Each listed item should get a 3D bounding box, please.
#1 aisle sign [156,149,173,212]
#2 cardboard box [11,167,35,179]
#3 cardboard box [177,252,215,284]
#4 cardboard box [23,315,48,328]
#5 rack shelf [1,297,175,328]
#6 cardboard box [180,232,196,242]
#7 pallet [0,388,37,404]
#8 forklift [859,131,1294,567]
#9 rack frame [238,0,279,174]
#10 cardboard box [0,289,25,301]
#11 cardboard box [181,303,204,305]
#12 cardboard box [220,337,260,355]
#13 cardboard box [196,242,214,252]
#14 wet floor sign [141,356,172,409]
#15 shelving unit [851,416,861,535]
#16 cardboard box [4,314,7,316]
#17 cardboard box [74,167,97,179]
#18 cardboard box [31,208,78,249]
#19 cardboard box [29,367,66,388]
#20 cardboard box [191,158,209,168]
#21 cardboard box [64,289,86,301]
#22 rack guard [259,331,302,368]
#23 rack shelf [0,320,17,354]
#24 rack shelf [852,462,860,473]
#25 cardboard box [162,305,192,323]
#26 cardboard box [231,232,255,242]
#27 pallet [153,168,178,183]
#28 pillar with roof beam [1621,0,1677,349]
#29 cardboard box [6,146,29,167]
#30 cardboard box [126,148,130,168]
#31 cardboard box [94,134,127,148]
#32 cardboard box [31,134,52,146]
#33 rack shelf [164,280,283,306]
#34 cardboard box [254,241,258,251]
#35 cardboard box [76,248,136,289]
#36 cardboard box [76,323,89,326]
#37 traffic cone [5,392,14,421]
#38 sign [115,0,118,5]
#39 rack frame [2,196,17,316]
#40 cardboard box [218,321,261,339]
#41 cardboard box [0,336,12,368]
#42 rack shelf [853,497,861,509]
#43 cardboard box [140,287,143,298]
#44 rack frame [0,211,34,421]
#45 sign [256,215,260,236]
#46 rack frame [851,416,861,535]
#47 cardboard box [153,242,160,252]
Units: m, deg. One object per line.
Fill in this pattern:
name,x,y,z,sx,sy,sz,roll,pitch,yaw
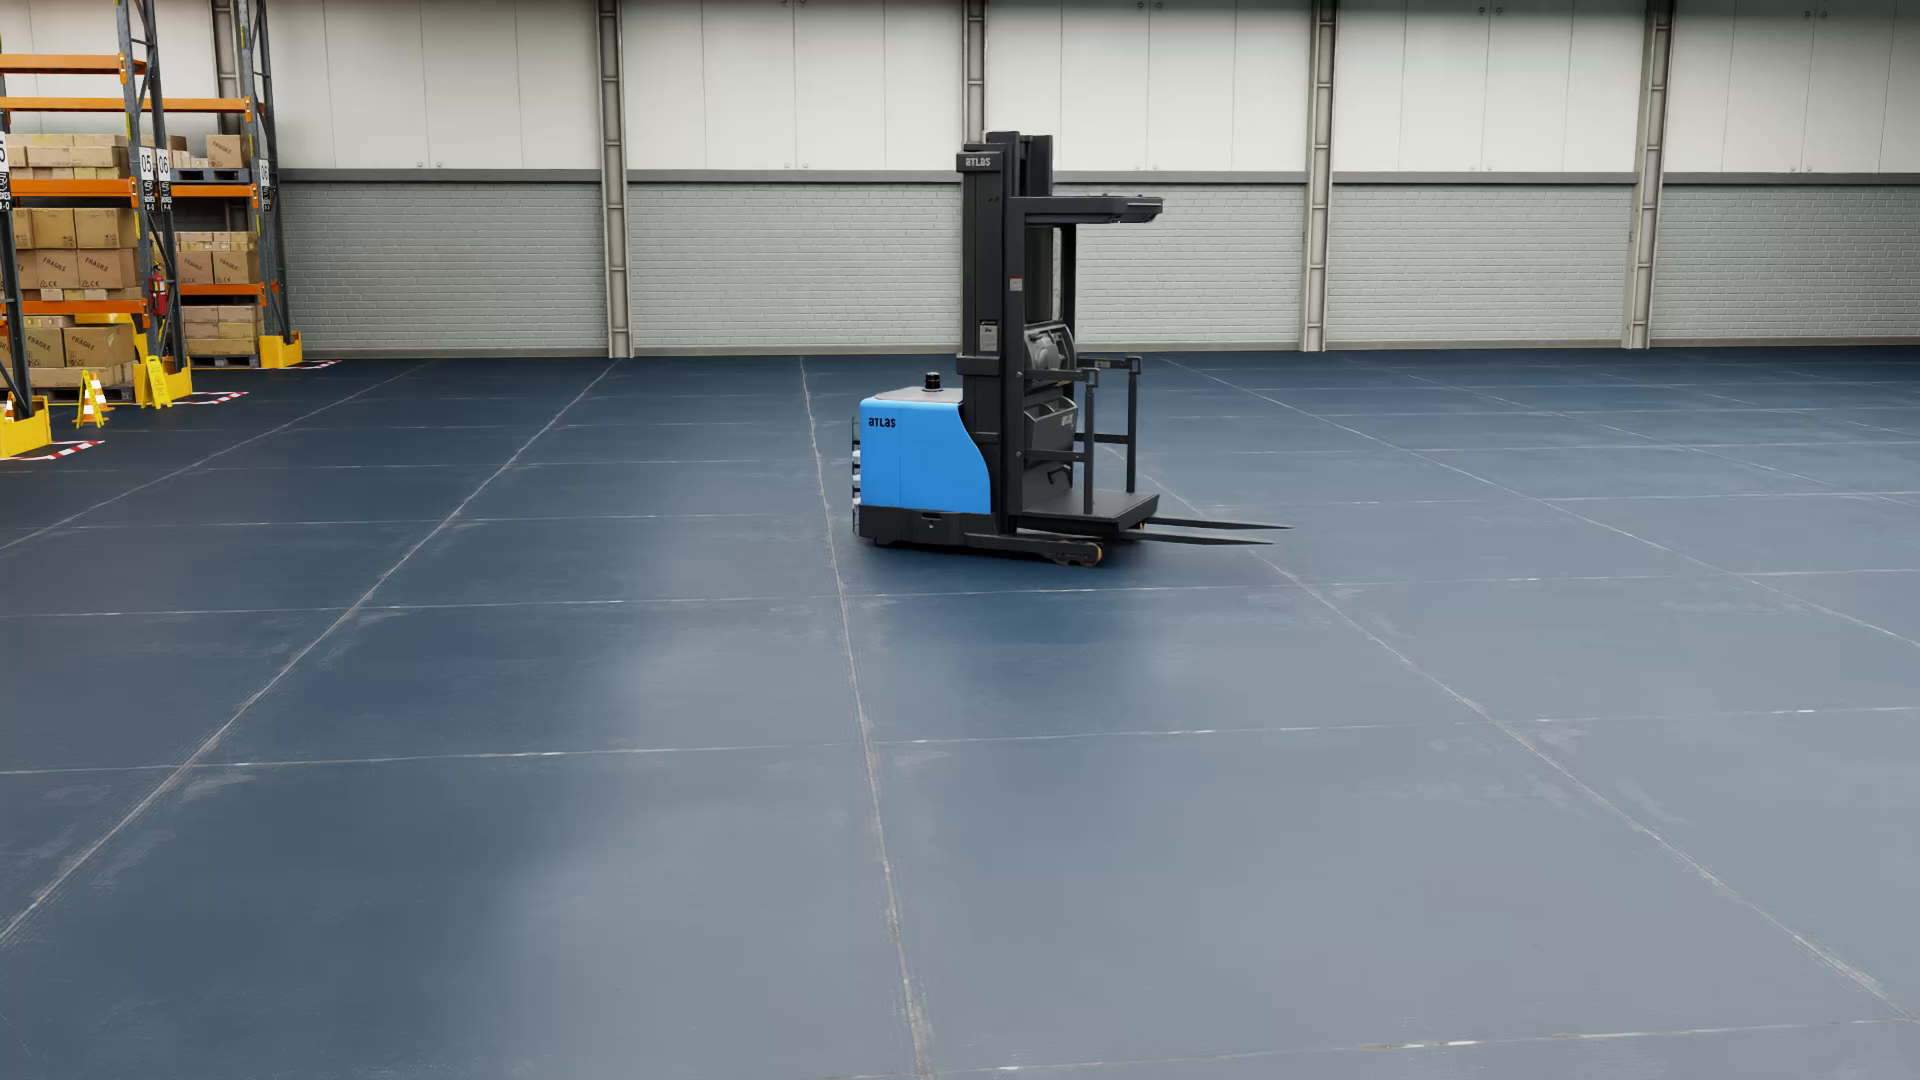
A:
aisle sign,-10.325,-4.666,21.589,0.004,0.787,0.394,-1,11,-6
cardboard box,-11.691,-4.600,20.867,0.250,0.149,0.380,-1,11,-7
cardboard box,-11.871,-4.261,26.009,0.500,0.500,0.500,-1,11,-4
cardboard box,-11.729,-2.781,21.153,0.250,0.149,0.380,-1,11,-5
rack shelf,-12.341,-2.935,21.388,4.000,0.370,1.077,-1,11,-6
cardboard box,-11.981,-4.735,25.964,0.250,0.149,0.380,-1,11,-6
pallet,-12.450,-1.925,21.614,1.213,0.211,1.003,-1,11,-6
forklift,0.826,-1.371,11.742,3.031,2.935,1.130,5,12,22
rack frame,-10.893,-7.226,25.794,0.127,3.000,1.000,-1,11,-6
cardboard box,-11.966,-3.118,21.103,0.250,0.149,0.380,-1,11,-7
cardboard box,-12.386,-3.636,26.535,0.500,0.250,0.500,-1,11,-6
cardboard box,-11.326,-3.068,26.239,0.500,0.250,0.500,-1,11,-6
cardboard box,-11.723,-4.584,25.966,0.250,0.149,0.380,-1,11,-5
wet floor sign,-10.049,-1.974,20.734,0.232,0.644,0.267,3,11,14
shelving unit,-0.667,-0.497,12.562,0.210,0.900,0.258,5,12,22
cardboard box,-15.387,-3.226,26.071,0.625,0.625,0.875,-1,11,-4
cardboard box,-10.921,-4.606,20.897,0.250,0.149,0.380,-1,11,-6
cardboard box,-11.341,-3.954,21.083,0.500,0.500,0.700,-1,11,-6
cardboard box,-11.643,-2.109,21.360,0.500,0.250,0.500,-1,11,-6
cardboard box,-11.684,-5.810,25.673,0.250,0.149,0.380,-2,11,-8
cardboard box,-11.199,-3.130,21.165,0.250,0.149,0.380,-1,11,-7
rack guard,-10.869,-3.056,26.616,0.348,0.500,1.175,-1,11,-6
rack shelf,-11.706,-1.988,16.570,4.000,0.370,1.077,-1,11,-6
rack shelf,-0.667,-0.552,12.551,0.200,0.077,0.258,5,12,22
cardboard box,-12.324,-3.536,26.025,0.500,0.250,0.500,-1,11,-5
cardboard box,-11.226,-4.747,26.028,0.250,0.149,0.380,-1,11,-6
pallet,-12.814,-5.675,25.910,1.213,0.211,1.003,-1,11,-6
pillar with roof beam,12.642,-7.058,24.943,0.400,9.000,9.100,-1,11,-6
cardboard box,-11.848,-4.790,20.798,0.500,0.250,0.500,-1,11,-4
cardboard box,-10.882,-4.915,21.434,0.500,0.250,0.500,-1,11,-7
cardboard box,-10.657,-5.006,20.865,0.250,0.149,0.380,-1,11,-6
cardboard box,-11.427,-5.004,20.854,0.250,0.149,0.380,-1,11,-6
rack shelf,-12.881,-3.887,26.230,4.000,0.370,1.077,-1,11,-6
cardboard box,-11.258,-4.692,26.517,0.250,0.149,0.380,-1,11,-8
cardboard box,-10.863,-3.461,21.166,0.500,0.500,0.500,-1,11,-7
cardboard box,-11.728,-2.579,21.805,0.500,0.500,0.500,-2,11,-8
traffic cone,-10.399,-1.399,18.287,0.334,0.463,0.336,-1,11,-6
sign,-10.313,-6.703,20.303,0.005,0.325,0.100,-1,11,-6
rack frame,-14.869,-4.199,25.949,0.127,3.000,1.000,-1,11,-6
cardboard box,-11.343,-3.314,26.192,0.500,0.250,0.500,-1,11,-7
cardboard box,-12.142,-2.468,21.239,0.500,0.500,0.500,-1,11,-7
rack shelf,-0.667,-0.287,12.603,0.200,0.077,0.258,5,12,22
cardboard box,-10.713,-3.239,21.721,0.250,0.149,0.380,-1,11,-6
rack frame,-9.718,-2.383,16.713,0.127,3.000,1.000,-1,11,-6
sign,-10.848,-4.862,25.707,0.005,0.325,0.100,-1,11,-6
rack frame,-0.761,-0.504,12.601,0.006,0.900,0.240,5,12,22
cardboard box,-12.480,-4.557,25.830,0.250,0.149,0.380,-1,11,-6
